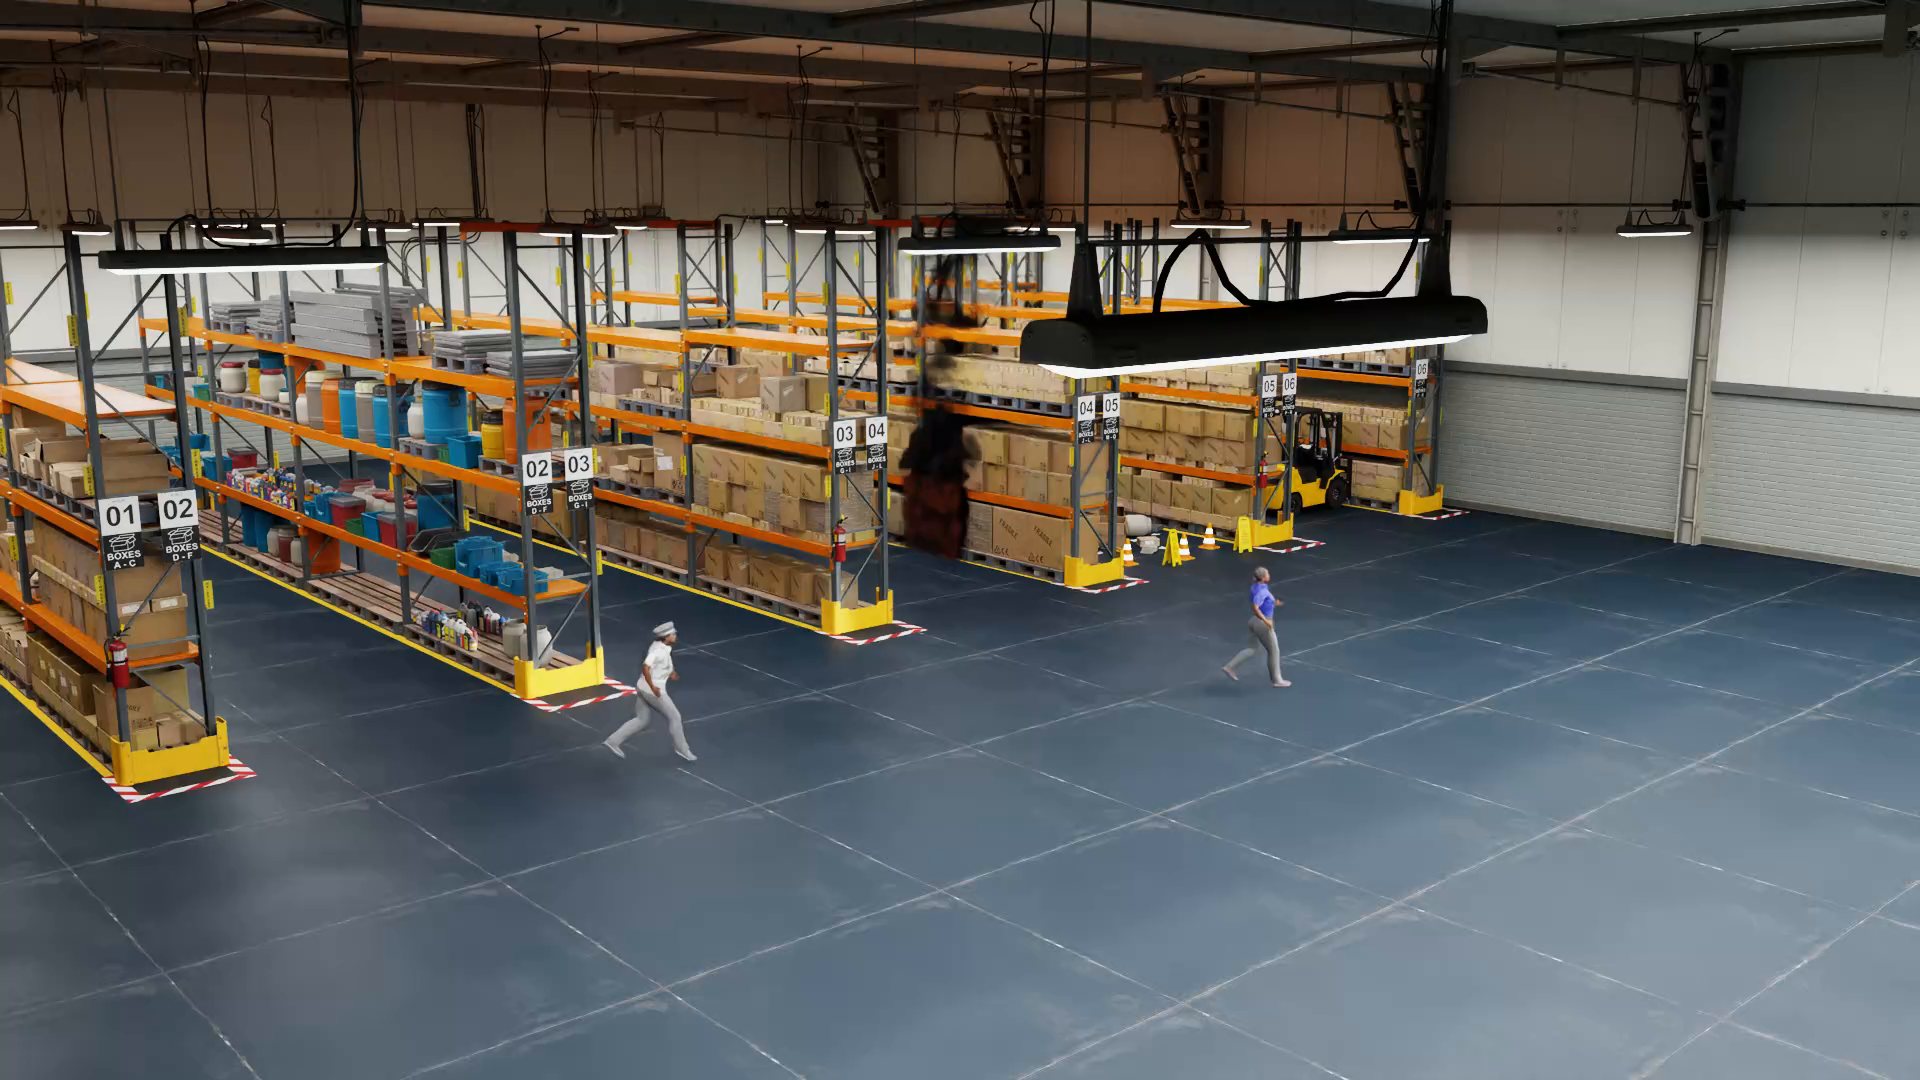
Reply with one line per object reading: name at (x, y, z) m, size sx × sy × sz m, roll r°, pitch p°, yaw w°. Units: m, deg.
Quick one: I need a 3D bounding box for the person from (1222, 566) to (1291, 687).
person at (3.957, 1.148, 21.943) m, size 0.919 × 1.634 × 0.581 m, roll -3°, pitch 12°, yaw -14°

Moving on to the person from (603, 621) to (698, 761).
person at (-3.550, 1.768, 18.975) m, size 1.063 × 1.687 × 0.581 m, roll -5°, pitch 12°, yaw -22°

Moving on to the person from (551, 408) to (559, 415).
person at (-9.656, -2.349, 39.484) m, size 0.648 × 1.591 × 0.529 m, roll 1°, pitch 11°, yaw 5°

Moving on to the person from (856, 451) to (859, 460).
person at (-1.940, -0.802, 30.122) m, size 0.774 × 1.727 × 0.594 m, roll 11°, pitch 16°, yaw 44°
